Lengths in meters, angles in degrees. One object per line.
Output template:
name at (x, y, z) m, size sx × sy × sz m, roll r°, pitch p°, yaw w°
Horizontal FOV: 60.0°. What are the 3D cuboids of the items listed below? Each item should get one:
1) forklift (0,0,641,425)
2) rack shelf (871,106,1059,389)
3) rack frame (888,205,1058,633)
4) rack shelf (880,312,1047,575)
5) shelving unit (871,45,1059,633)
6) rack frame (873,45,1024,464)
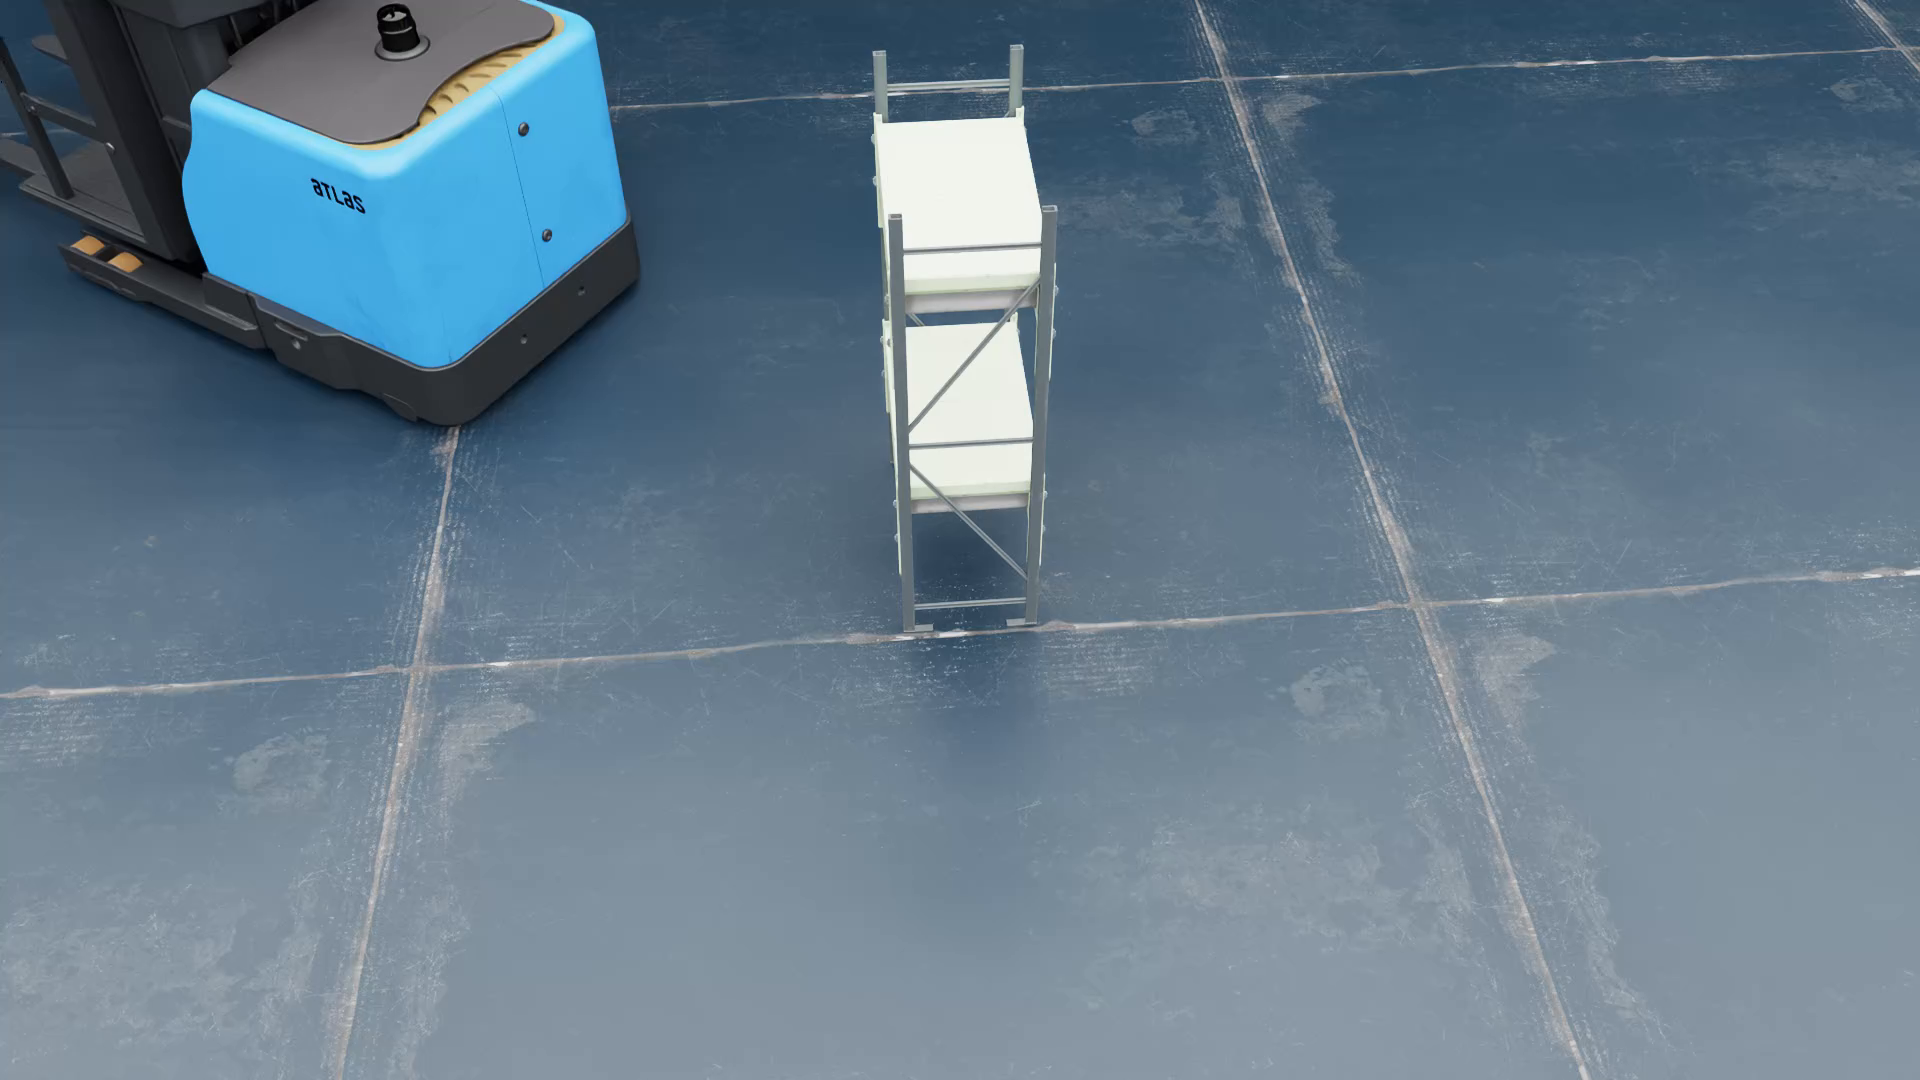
forklift at (-2.699, -2.195, 5.310) m, size 3.031 × 2.935 × 1.130 m, roll 23°, pitch 51°, yaw 20°
rack shelf at (-0.001, -0.789, 4.427) m, size 0.431 × 0.370 × 0.720 m, roll -3°, pitch 47°, yaw -3°
rack frame at (0.030, -0.256, 4.459) m, size 0.400 × 1.500 × 0.023 m, roll -3°, pitch 47°, yaw -3°
rack shelf at (-0.001, -0.296, 4.947) m, size 0.431 × 0.370 × 0.720 m, roll -3°, pitch 47°, yaw -3°
shelving unit at (-0.001, -0.521, 4.710) m, size 0.431 × 1.500 × 0.755 m, roll -3°, pitch 47°, yaw -3°
rack frame at (-0.031, -0.785, 4.961) m, size 0.400 × 1.500 × 0.023 m, roll -3°, pitch 47°, yaw -3°
